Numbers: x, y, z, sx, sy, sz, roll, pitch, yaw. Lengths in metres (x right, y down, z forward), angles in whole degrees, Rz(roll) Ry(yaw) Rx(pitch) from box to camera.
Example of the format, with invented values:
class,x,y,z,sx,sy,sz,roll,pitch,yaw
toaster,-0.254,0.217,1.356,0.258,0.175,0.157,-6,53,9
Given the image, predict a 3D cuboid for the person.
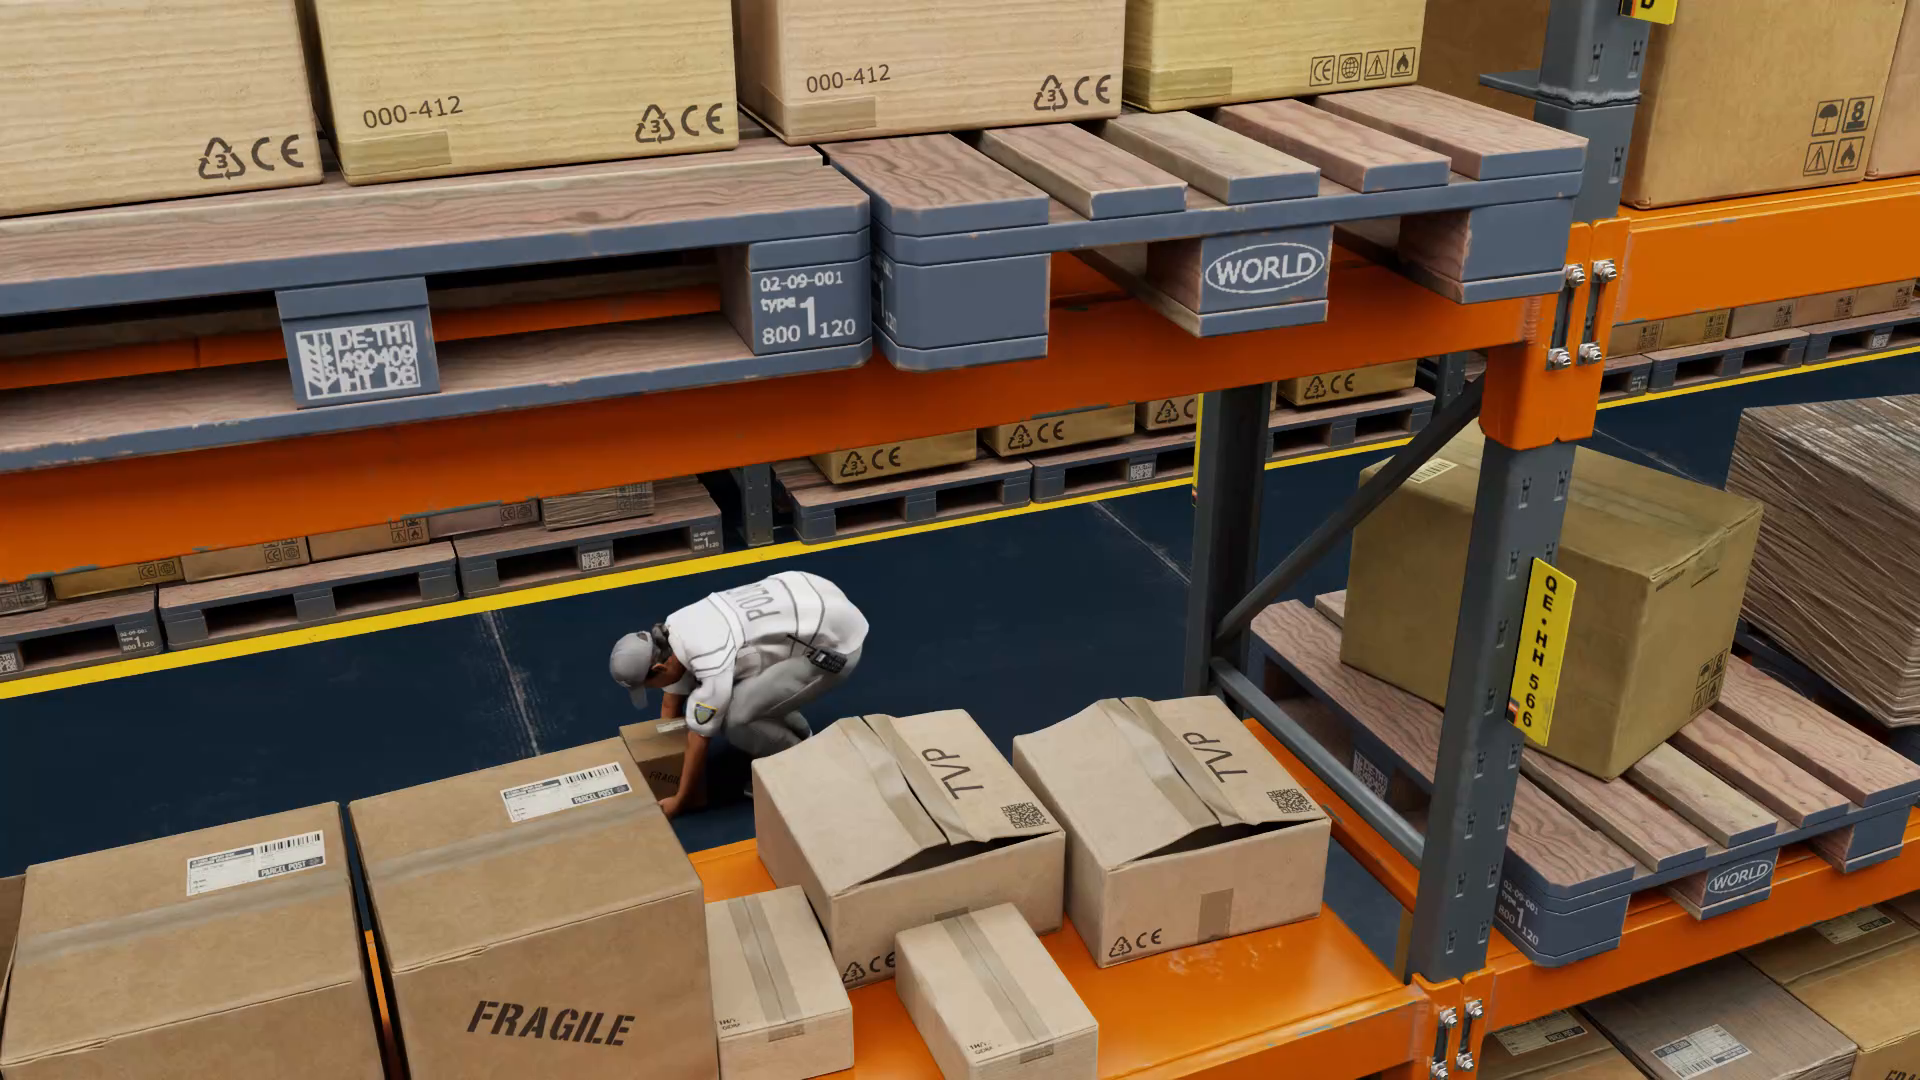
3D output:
class,x,y,z,sx,sy,sz,roll,pitch,yaw
person,-0.796,0.545,6.047,0.938,0.774,0.498,-11,28,-22
